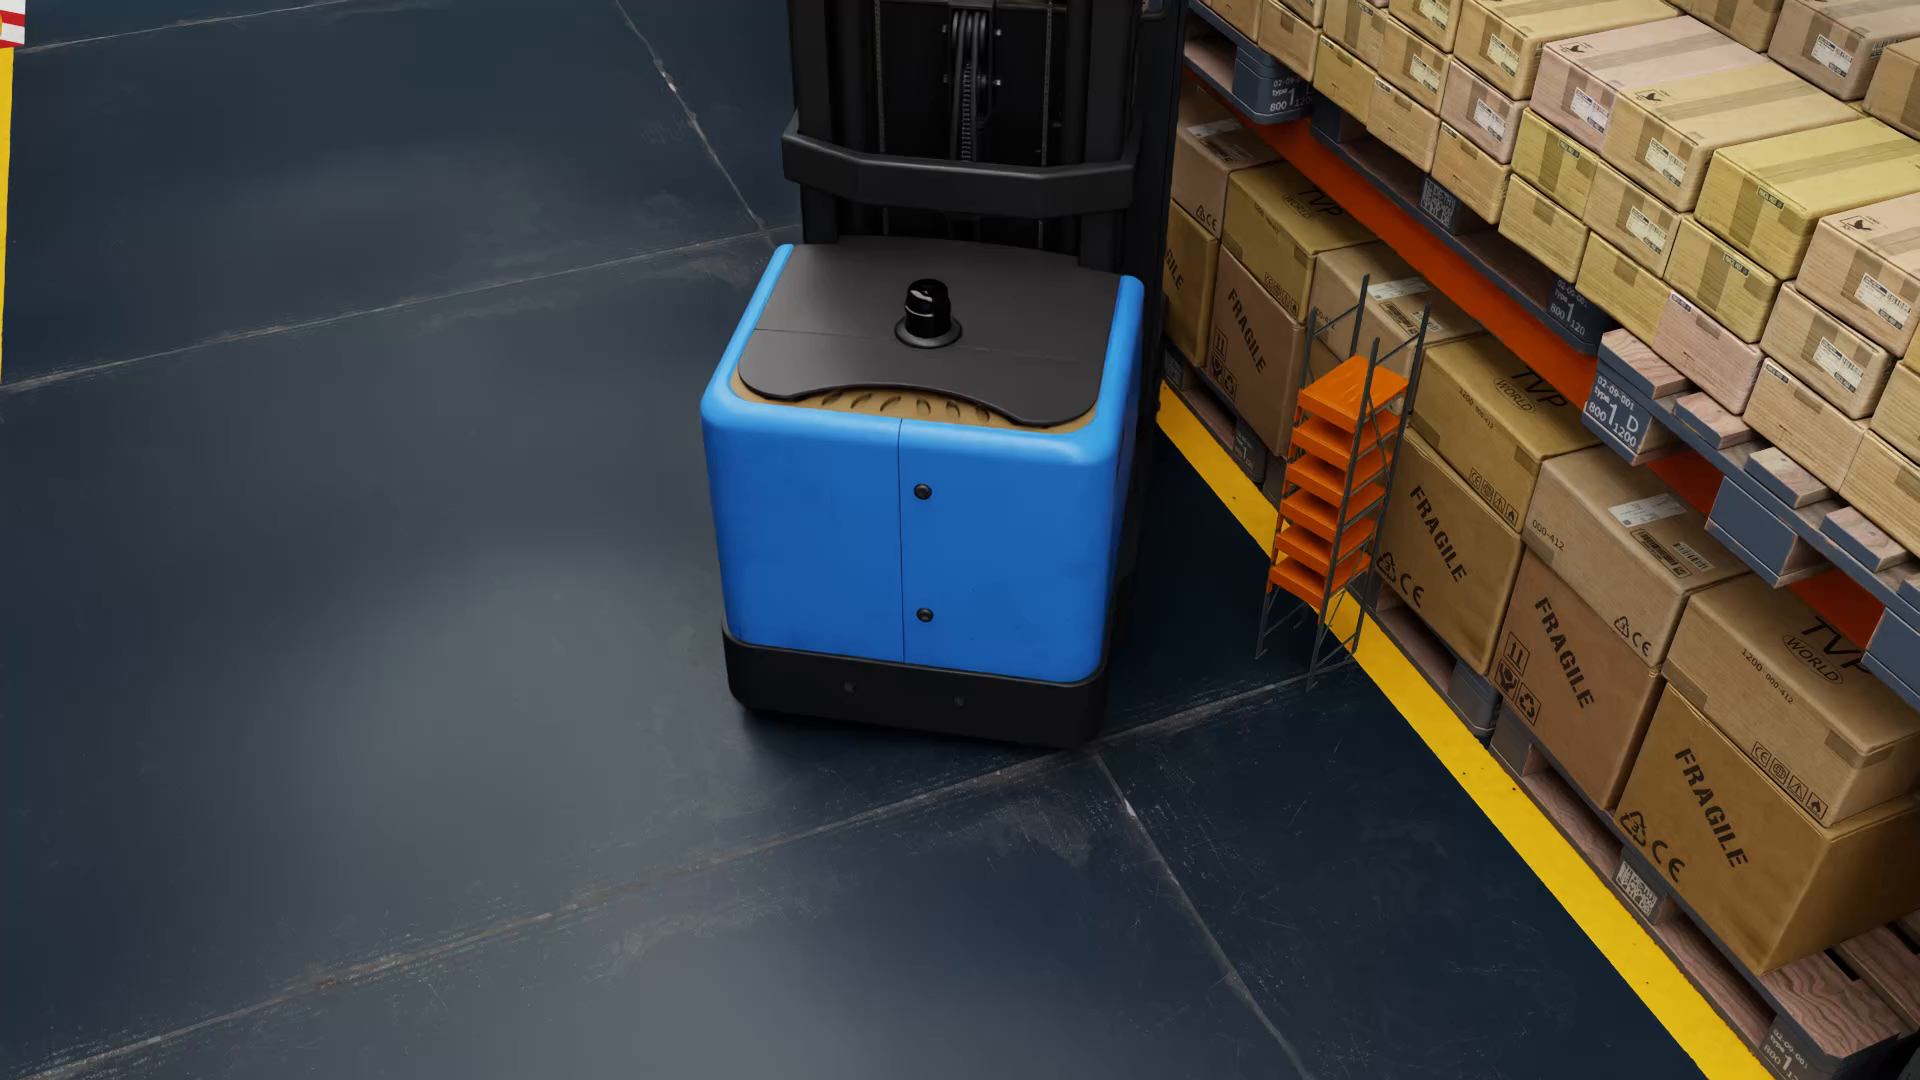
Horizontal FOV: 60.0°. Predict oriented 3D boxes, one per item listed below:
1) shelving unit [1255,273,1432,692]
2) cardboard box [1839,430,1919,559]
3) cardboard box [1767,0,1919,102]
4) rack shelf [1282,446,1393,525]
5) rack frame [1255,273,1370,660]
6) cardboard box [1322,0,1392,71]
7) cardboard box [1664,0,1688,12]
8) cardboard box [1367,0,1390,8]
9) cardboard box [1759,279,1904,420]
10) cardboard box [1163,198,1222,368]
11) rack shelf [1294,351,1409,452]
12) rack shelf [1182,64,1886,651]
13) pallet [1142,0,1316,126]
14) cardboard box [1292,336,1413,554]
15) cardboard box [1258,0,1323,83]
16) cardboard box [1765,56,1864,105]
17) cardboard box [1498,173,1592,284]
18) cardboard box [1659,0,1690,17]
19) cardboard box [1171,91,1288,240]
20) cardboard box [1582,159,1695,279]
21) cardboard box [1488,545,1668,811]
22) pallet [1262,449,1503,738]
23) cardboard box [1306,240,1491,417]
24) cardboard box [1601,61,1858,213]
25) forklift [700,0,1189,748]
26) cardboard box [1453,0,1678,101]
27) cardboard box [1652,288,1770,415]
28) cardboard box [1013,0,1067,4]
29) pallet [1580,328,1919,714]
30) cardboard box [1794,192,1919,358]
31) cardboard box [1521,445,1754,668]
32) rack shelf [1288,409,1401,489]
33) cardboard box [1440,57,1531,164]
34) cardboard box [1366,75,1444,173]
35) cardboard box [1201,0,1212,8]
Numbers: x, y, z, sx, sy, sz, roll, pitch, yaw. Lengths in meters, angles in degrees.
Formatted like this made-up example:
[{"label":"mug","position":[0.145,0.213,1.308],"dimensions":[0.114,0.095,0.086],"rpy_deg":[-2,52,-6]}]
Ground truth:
[{"label":"shelving unit","position":[1.010,-0.118,4.467],"dimensions":[0.258,1.200,0.189],"rpy_deg":[-33,50,-32]},{"label":"cardboard box","position":[1.817,-0.109,2.947],"dimensions":[0.380,0.149,0.250],"rpy_deg":[-14,43,-16]},{"label":"cardboard box","position":[2.031,-1.111,3.656],"dimensions":[0.380,0.149,0.250],"rpy_deg":[-13,42,-15]},{"label":"rack shelf","position":[1.010,-0.176,4.418],"dimensions":[0.258,0.103,0.180],"rpy_deg":[-33,50,-32]},{"label":"rack frame","position":[0.946,-0.161,4.517],"dimensions":[0.240,1.200,0.006],"rpy_deg":[-33,50,-32]},{"label":"cardboard box","position":[1.132,-1.308,4.113],"dimensions":[0.380,0.149,0.250],"rpy_deg":[-16,43,-18]},{"label":"cardboard box","position":[1.836,-1.421,4.017],"dimensions":[0.380,0.149,0.250],"rpy_deg":[-16,43,-17]},{"label":"cardboard box","position":[1.121,-1.431,4.028],"dimensions":[0.380,0.149,0.250],"rpy_deg":[-14,43,-15]},{"label":"cardboard box","position":[1.717,-0.384,3.038],"dimensions":[0.380,0.149,0.250],"rpy_deg":[-14,43,-15]},{"label":"cardboard box","position":[0.937,-0.972,5.675],"dimensions":[0.500,0.500,0.500],"rpy_deg":[-14,43,-15]},{"label":"rack shelf","position":[1.009,-0.358,4.262],"dimensions":[0.258,0.103,0.180],"rpy_deg":[-33,50,-32]},{"label":"rack shelf","position":[1.665,-0.795,4.425],"dimensions":[1.077,0.370,4.000],"rpy_deg":[-15,43,-17]},{"label":"pallet","position":[1.058,-1.703,5.077],"dimensions":[1.003,0.211,1.213],"rpy_deg":[-15,43,-17]},{"label":"cardboard box","position":[1.354,-0.342,4.942],"dimensions":[0.500,0.500,0.500],"rpy_deg":[-14,43,-16]},{"label":"cardboard box","position":[1.022,-1.362,4.404],"dimensions":[0.380,0.149,0.250],"rpy_deg":[-17,44,-19]},{"label":"cardboard box","position":[2.028,-1.006,3.761],"dimensions":[0.380,0.149,0.250],"rpy_deg":[-15,43,-17]},{"label":"cardboard box","position":[1.428,-0.727,3.665],"dimensions":[0.380,0.149,0.250],"rpy_deg":[-17,44,-19]},{"label":"cardboard box","position":[1.830,-1.318,4.124],"dimensions":[0.380,0.149,0.250],"rpy_deg":[-14,43,-15]},{"label":"cardboard box","position":[0.938,-1.257,5.431],"dimensions":[0.500,0.250,0.500],"rpy_deg":[-17,44,-19]},{"label":"cardboard box","position":[1.518,-0.692,3.397],"dimensions":[0.380,0.149,0.250],"rpy_deg":[-15,43,-17]},{"label":"cardboard box","position":[1.742,0.281,4.218],"dimensions":[0.500,0.500,0.500],"rpy_deg":[-13,42,-15]},{"label":"pallet","position":[1.669,-0.010,5.100],"dimensions":[1.003,0.211,1.213],"rpy_deg":[-15,43,-17]},{"label":"cardboard box","position":[1.335,-0.628,4.700],"dimensions":[0.500,0.250,0.500],"rpy_deg":[-14,43,-15]},{"label":"cardboard box","position":[1.519,-0.803,3.297],"dimensions":[0.380,0.149,0.250],"rpy_deg":[-14,43,-16]},{"label":"forklift","position":[0.114,-1.515,4.763],"dimensions":[1.130,2.935,3.031],"rpy_deg":[7,41,8]},{"label":"cardboard box","position":[1.326,-1.112,3.657],"dimensions":[0.380,0.149,0.250],"rpy_deg":[-13,42,-15]},{"label":"cardboard box","position":[1.624,-0.414,3.301],"dimensions":[0.380,0.149,0.250],"rpy_deg":[-14,43,-16]},{"label":"cardboard box","position":[0.259,-2.193,6.908],"dimensions":[0.380,0.149,0.250],"rpy_deg":[-14,43,-15]},{"label":"pallet","position":[2.059,-0.193,3.320],"dimensions":[1.213,0.211,1.003],"rpy_deg":[-15,43,-17]},{"label":"cardboard box","position":[1.725,-0.485,2.928],"dimensions":[0.380,0.149,0.250],"rpy_deg":[-16,43,-17]},{"label":"cardboard box","position":[1.723,-0.006,3.977],"dimensions":[0.500,0.250,0.500],"rpy_deg":[-15,43,-16]},{"label":"rack shelf","position":[1.010,-0.267,4.340],"dimensions":[0.258,0.103,0.180],"rpy_deg":[-33,50,-32]},{"label":"cardboard box","position":[1.325,-1.000,3.755],"dimensions":[0.380,0.149,0.250],"rpy_deg":[-14,43,-16]},{"label":"cardboard box","position":[1.223,-1.046,4.037],"dimensions":[0.380,0.149,0.250],"rpy_deg":[-17,44,-19]},{"label":"cardboard box","position":[0.829,-1.667,4.759],"dimensions":[0.380,0.149,0.250],"rpy_deg":[-15,43,-17]}]
